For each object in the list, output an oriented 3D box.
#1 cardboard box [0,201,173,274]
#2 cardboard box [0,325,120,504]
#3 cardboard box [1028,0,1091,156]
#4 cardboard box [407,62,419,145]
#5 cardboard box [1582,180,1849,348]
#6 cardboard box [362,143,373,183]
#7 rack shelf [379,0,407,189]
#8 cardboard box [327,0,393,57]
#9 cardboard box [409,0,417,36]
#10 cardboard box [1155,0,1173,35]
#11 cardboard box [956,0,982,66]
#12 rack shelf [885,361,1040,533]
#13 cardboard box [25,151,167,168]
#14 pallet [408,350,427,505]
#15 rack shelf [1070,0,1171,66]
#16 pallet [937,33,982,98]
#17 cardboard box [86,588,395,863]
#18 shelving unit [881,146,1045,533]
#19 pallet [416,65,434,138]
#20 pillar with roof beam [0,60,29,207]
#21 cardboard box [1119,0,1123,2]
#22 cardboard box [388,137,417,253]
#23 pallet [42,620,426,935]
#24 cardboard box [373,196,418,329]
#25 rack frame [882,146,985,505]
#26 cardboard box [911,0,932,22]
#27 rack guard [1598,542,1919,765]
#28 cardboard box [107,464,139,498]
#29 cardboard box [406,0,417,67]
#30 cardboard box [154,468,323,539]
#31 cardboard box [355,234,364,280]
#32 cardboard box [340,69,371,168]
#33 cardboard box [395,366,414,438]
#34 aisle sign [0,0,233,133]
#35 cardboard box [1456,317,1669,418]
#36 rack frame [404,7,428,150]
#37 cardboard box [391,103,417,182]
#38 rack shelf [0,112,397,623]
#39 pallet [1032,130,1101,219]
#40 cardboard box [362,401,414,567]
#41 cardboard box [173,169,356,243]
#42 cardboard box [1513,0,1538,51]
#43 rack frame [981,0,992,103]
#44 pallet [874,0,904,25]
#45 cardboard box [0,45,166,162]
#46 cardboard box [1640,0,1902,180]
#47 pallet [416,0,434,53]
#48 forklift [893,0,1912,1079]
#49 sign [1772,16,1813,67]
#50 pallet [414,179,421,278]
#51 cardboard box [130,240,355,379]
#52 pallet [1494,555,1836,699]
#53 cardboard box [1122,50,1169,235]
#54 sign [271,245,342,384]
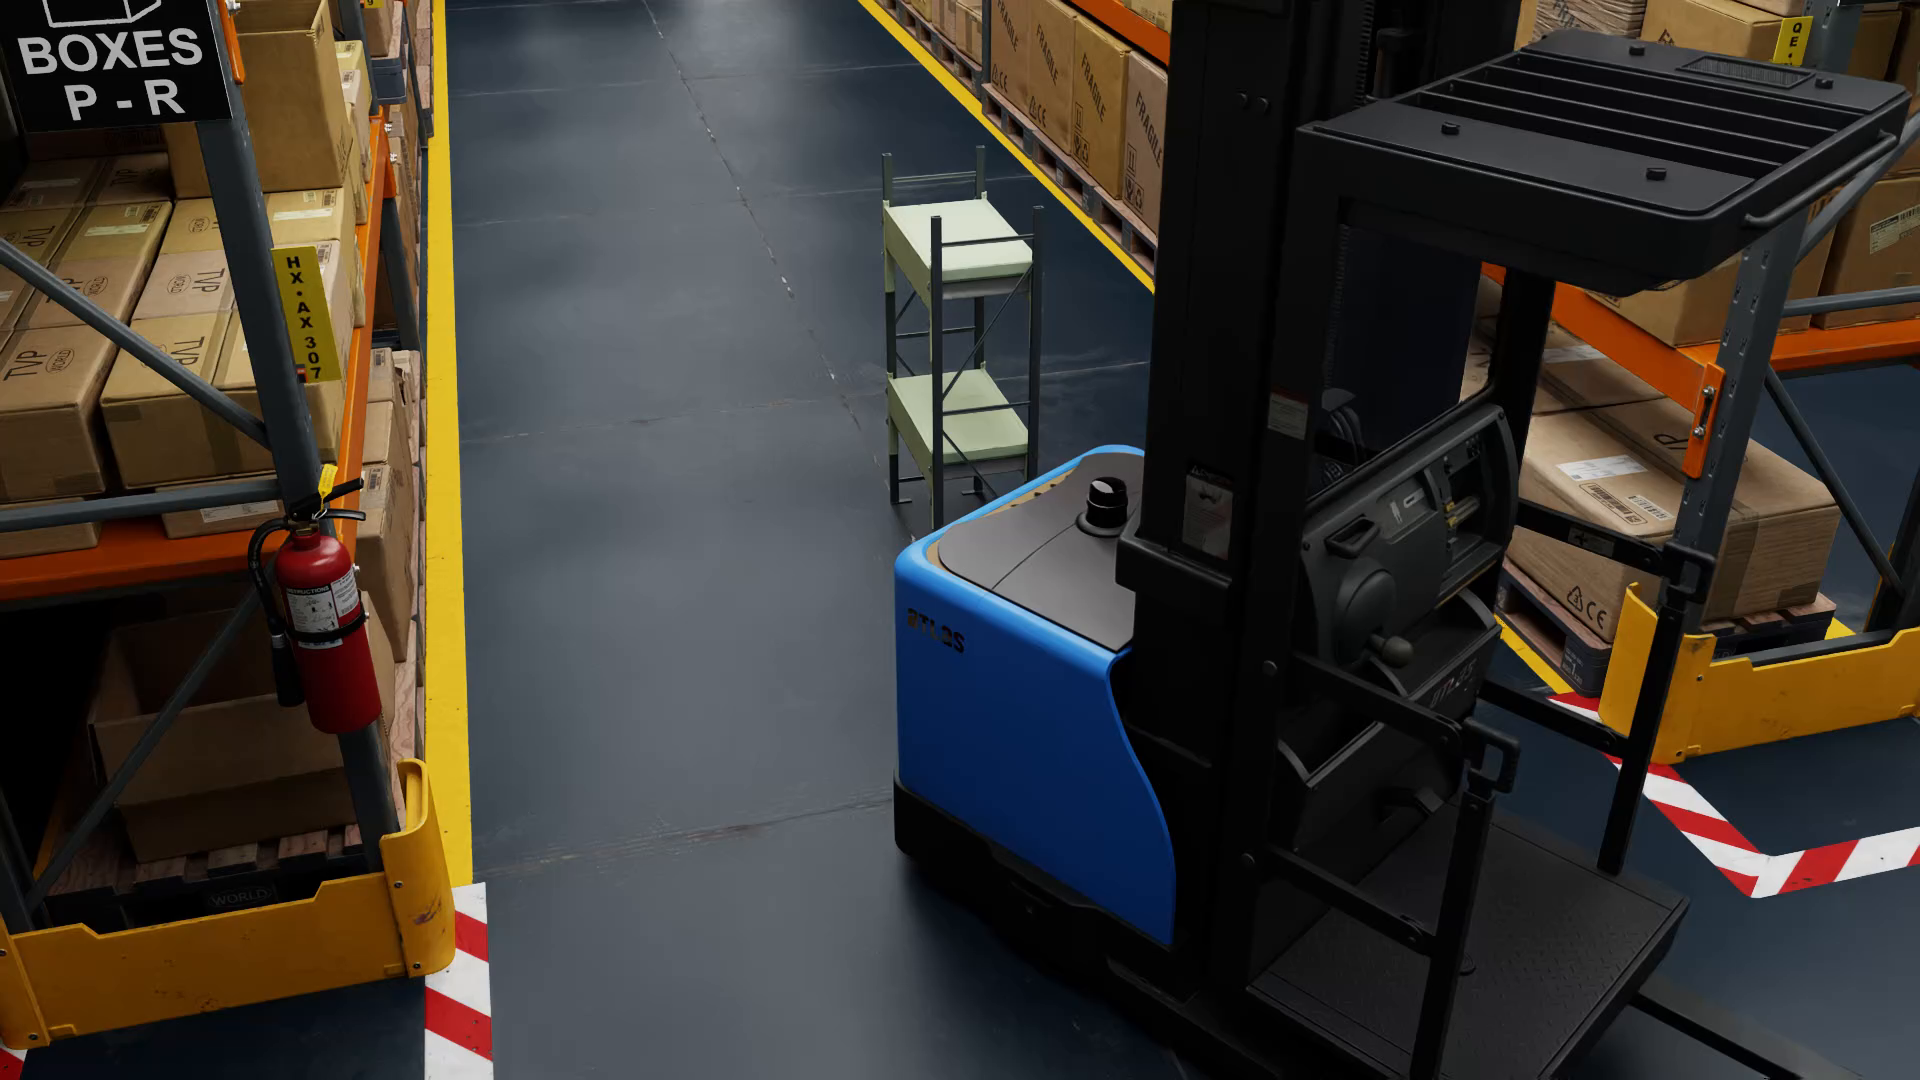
[{"bbox_3d":[-2.646,-0.801,4.992,0.500,0.250,0.500,-7,31,-12],"label":"cardboard box"},{"bbox_3d":[-2.384,-0.312,4.147,0.500,0.250,0.500,-7,31,-12],"label":"cardboard box"},{"bbox_3d":[0.991,-3.073,10.766,0.875,0.875,0.875,-7,31,-13],"label":"cardboard box"},{"bbox_3d":[-3.810,-2.849,10.754,0.500,0.500,0.500,-7,31,-12],"label":"cardboard box"},{"bbox_3d":[2.396,-0.964,5.321,0.500,0.500,0.500,-8,31,-13],"label":"cardboard box"},{"bbox_3d":[-2.557,-1.519,6.630,0.380,0.149,0.250,-7,31,-12],"label":"cardboard box"},{"bbox_3d":[-3.598,-2.648,9.048,1.077,0.370,4.000,-8,31,-13],"label":"rack shelf"},{"bbox_3d":[-2.980,-2.481,7.524,0.700,0.500,0.500,-7,31,-12],"label":"cardboard box"},{"bbox_3d":[-4.843,-4.384,13.282,0.875,0.625,0.625,-8,31,-14],"label":"cardboard box"},{"bbox_3d":[1.355,-2.773,8.696,0.500,0.250,0.500,-9,31,-14],"label":"cardboard box"},{"bbox_3d":[0.515,-3.905,12.707,0.950,0.372,0.625,-10,32,-17],"label":"cardboard box"},{"bbox_3d":[-0.002,-0.370,6.543,0.431,0.370,0.720,-8,31,-13],"label":"rack shelf"},{"bbox_3d":[-2.922,-1.291,5.839,0.500,0.250,0.500,-7,31,-12],"label":"cardboard box"},{"bbox_3d":[-2.886,-0.454,7.324,1.003,0.211,1.213,-8,31,-13],"label":"pallet"},{"bbox_3d":[1.186,-3.309,10.191,1.077,0.370,4.000,-8,31,-13],"label":"rack shelf"},{"bbox_3d":[0.449,-3.757,13.031,1.003,0.211,1.213,-8,31,-13],"label":"pallet"},{"bbox_3d":[-2.077,0.530,4.913,0.797,0.503,0.637,-9,31,-15],"label":"cardboard box"},{"bbox_3d":[-0.002,-0.652,6.380,0.431,1.500,0.755,-8,31,-13],"label":"shelving unit"},{"bbox_3d":[-4.310,-3.121,11.931,1.003,0.211,1.213,-8,31,-13],"label":"pallet"},{"bbox_3d":[0.399,-4.706,5.897,9.100,9.000,0.400,-8,31,-13],"label":"pillar with roof beam"},{"bbox_3d":[1.105,-3.265,9.547,0.500,0.250,0.500,-9,31,-15],"label":"cardboard box"},{"bbox_3d":[-3.258,-1.854,9.035,0.500,0.500,0.500,-9,31,-15],"label":"cardboard box"},{"bbox_3d":[-2.239,0.724,5.288,1.003,0.211,1.213,-8,31,-13],"label":"pallet"},{"bbox_3d":[-2.979,-1.356,8.175,0.500,0.500,0.500,-7,31,-11],"label":"cardboard box"},{"bbox_3d":[-0.099,-0.829,6.685,0.400,1.500,0.023,-8,31,-13],"label":"rack frame"},{"bbox_3d":[0.116,-4.628,13.955,0.950,0.372,0.625,-7,31,-12],"label":"cardboard box"},{"bbox_3d":[2.785,0.371,5.611,1.175,0.500,0.348,-8,31,-13],"label":"rack guard"},{"bbox_3d":[-2.361,-0.207,4.365,0.380,0.149,0.250,-7,31,-12],"label":"cardboard box"},{"bbox_3d":[-4.463,-3.696,12.093,0.875,0.625,0.625,-7,31,-12],"label":"cardboard box"},{"bbox_3d":[-1.829,-0.148,4.261,0.380,0.149,0.250,-8,31,-14],"label":"cardboard box"},{"bbox_3d":[-2.212,-0.901,5.563,0.380,0.149,0.250,-7,31,-12],"label":"cardboard box"},{"bbox_3d":[-2.550,-1.603,6.378,0.500,0.250,0.500,-8,31,-13],"label":"cardboard box"},{"bbox_3d":[-2.542,-0.589,7.083,0.396,0.266,0.258,-7,31,-11],"label":"cardboard box"},{"bbox_3d":[-1.705,-1.192,3.220,0.394,0.787,0.004,-8,31,-13],"label":"aisle sign"},{"bbox_3d":[2.256,-0.542,6.831,0.875,0.438,0.875,-7,31,-12],"label":"cardboard box"},{"bbox_3d":[-4.129,-3.925,10.537,1.000,3.000,0.127,-8,31,-13],"label":"rack frame"},{"bbox_3d":[-3.546,-2.354,9.898,0.500,0.500,0.500,-7,31,-11],"label":"cardboard box"},{"bbox_3d":[-2.537,-0.716,5.710,1.077,0.370,4.000,-8,31,-13],"label":"rack shelf"},{"bbox_3d":[1.112,-2.401,10.687,1.003,0.211,1.213,-8,31,-13],"label":"pallet"},{"bbox_3d":[-2.310,-0.156,6.100,0.500,0.500,0.500,-7,31,-12],"label":"cardboard box"},{"bbox_3d":[-2.295,-1.112,5.529,0.500,0.250,0.500,-9,31,-15],"label":"cardboard box"},{"bbox_3d":[2.126,-1.888,5.919,0.500,0.500,0.500,-8,31,-14],"label":"cardboard box"},{"bbox_3d":[0.655,-4.587,11.680,1.000,3.000,0.127,-8,31,-13],"label":"rack frame"},{"bbox_3d":[-0.198,-4.936,15.067,1.003,0.211,1.213,-8,31,-13],"label":"pallet"},{"bbox_3d":[-2.929,-1.627,5.670,0.500,0.500,0.500,-9,31,-15],"label":"cardboard box"},{"bbox_3d":[2.421,-1.400,5.076,0.500,0.500,0.500,-7,31,-12],"label":"cardboard box"},{"bbox_3d":[-4.958,-4.299,13.967,1.003,0.211,1.213,-8,31,-13],"label":"pallet"},{"bbox_3d":[1.221,0.024,3.783,3.031,2.935,1.130,25,38,36],"label":"forklift"},{"bbox_3d":[2.252,-1.261,4.542,0.100,0.325,0.005,-8,31,-13],"label":"sign"},{"bbox_3d":[-3.647,-1.764,9.587,1.003,0.211,1.213,-8,31,-13],"label":"pallet"},{"bbox_3d":[-2.001,-0.623,4.685,0.500,0.250,0.500,-8,31,-13],"label":"cardboard box"},{"bbox_3d":[2.491,0.108,6.352,1.003,0.211,1.213,-8,31,-13],"label":"pallet"},{"bbox_3d":[1.475,-2.206,9.268,0.875,0.875,0.875,-7,31,-12],"label":"cardboard box"},{"bbox_3d":[-1.483,-0.508,3.769,0.100,0.325,0.005,-8,31,-13],"label":"sign"}]
